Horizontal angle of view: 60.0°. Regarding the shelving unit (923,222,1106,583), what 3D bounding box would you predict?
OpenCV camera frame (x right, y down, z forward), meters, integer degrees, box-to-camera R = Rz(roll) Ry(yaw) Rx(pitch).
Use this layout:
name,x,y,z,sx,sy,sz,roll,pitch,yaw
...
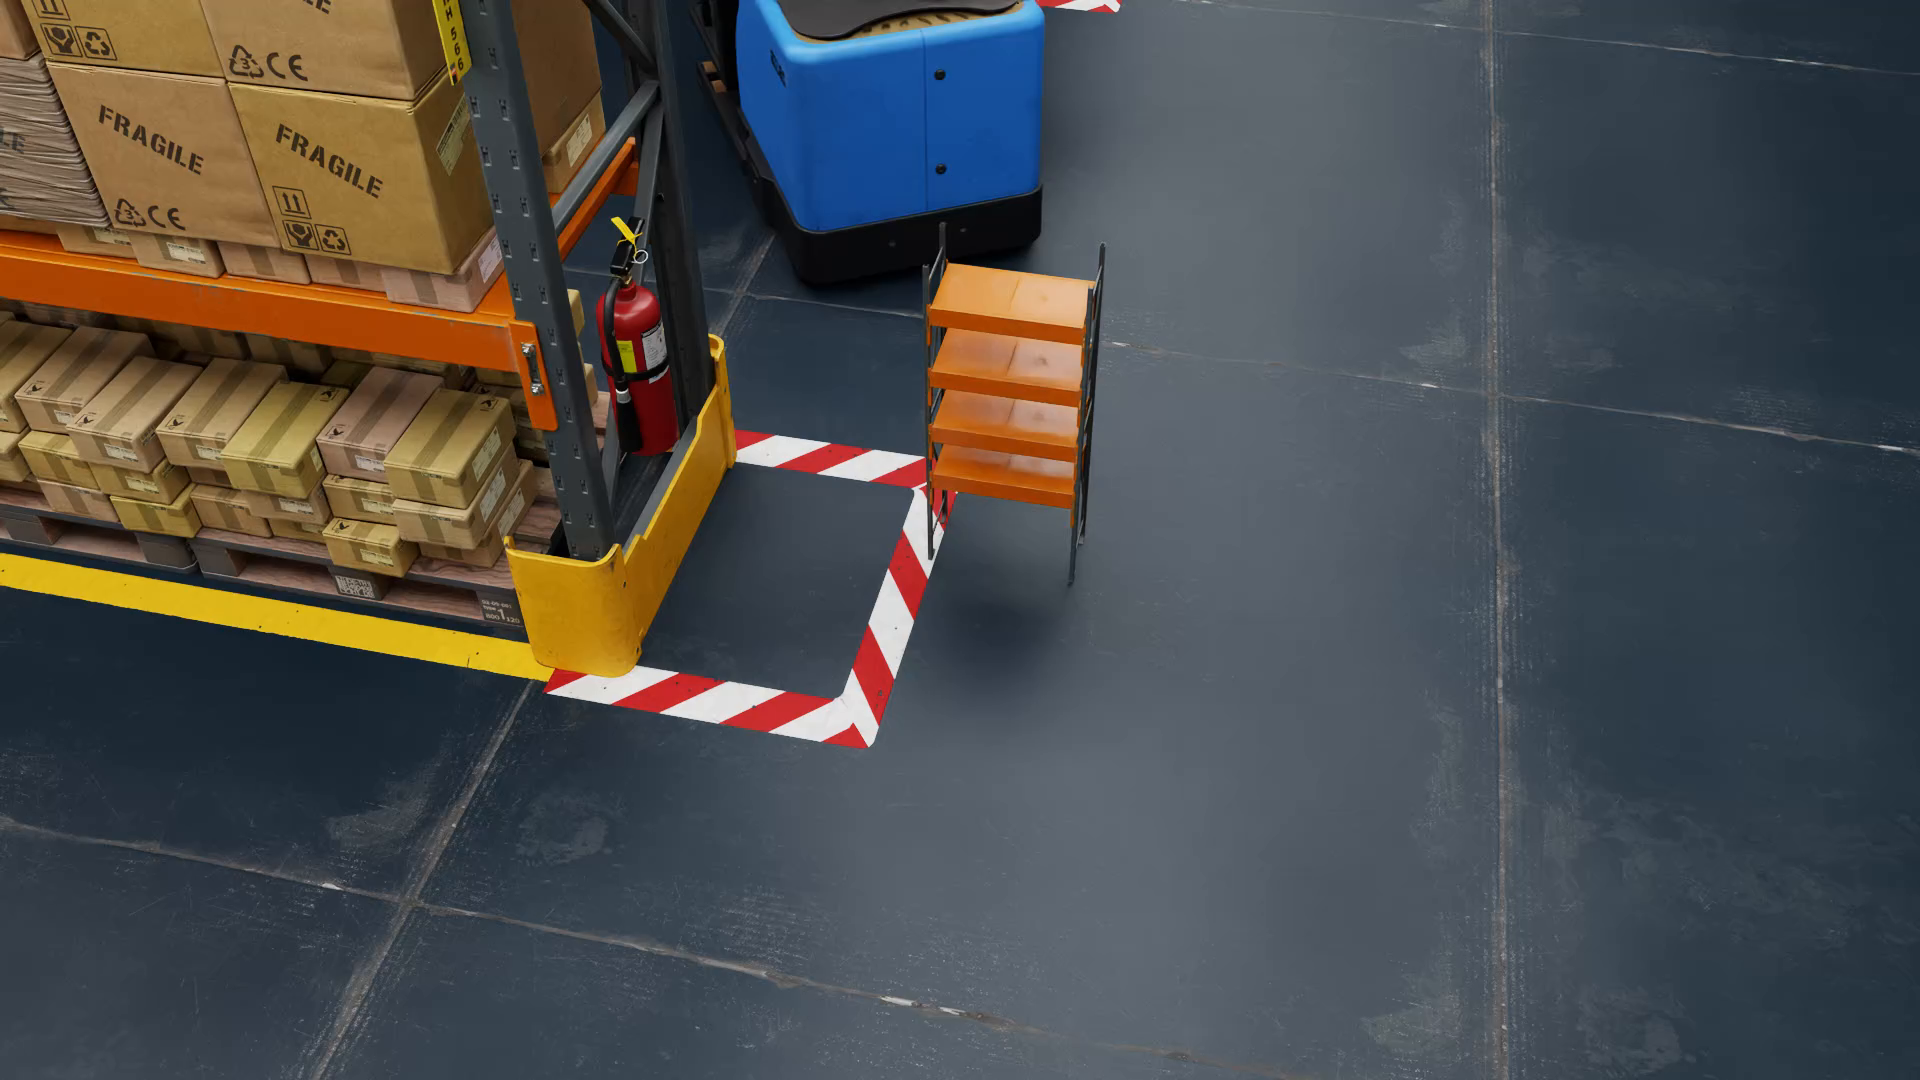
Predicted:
name,x,y,z,sx,sy,sz,roll,pitch,yaw
shelving unit,0.162,-0.407,5.308,0.503,1.200,0.258,9,45,9

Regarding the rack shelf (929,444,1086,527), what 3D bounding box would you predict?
name,x,y,z,sx,sy,sz,roll,pitch,yaw
rack shelf,0.162,-0.216,5.492,0.480,0.148,0.258,9,45,9

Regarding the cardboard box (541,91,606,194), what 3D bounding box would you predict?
name,x,y,z,sx,sy,sz,roll,pitch,yaw
cardboard box,-1.267,-1.224,5.040,0.250,0.149,0.380,8,45,9

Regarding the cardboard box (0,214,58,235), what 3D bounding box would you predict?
name,x,y,z,sx,sy,sz,roll,pitch,yaw
cardboard box,-2.640,-1.066,4.875,0.250,0.149,0.380,7,44,7

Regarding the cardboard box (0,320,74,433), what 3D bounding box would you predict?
name,x,y,z,sx,sy,sz,roll,pitch,yaw
cardboard box,-3.115,-0.541,5.473,0.250,0.149,0.380,9,45,9

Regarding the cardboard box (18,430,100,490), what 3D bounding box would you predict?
name,x,y,z,sx,sy,sz,roll,pitch,yaw
cardboard box,-2.861,-0.360,5.500,0.250,0.149,0.380,11,45,11

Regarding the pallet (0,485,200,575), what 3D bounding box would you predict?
name,x,y,z,sx,sy,sz,roll,pitch,yaw
pallet,-3.068,-0.383,5.996,1.213,0.211,1.003,9,45,9

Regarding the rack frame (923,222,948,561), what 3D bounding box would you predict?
name,x,y,z,sx,sy,sz,roll,pitch,yaw
rack frame,-0.076,-0.444,5.346,0.015,1.200,0.240,9,45,9

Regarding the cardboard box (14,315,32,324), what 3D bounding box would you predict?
name,x,y,z,sx,sy,sz,roll,pitch,yaw
cardboard box,-3.283,-0.803,5.959,0.250,0.149,0.380,7,44,7

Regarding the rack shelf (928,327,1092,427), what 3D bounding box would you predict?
name,x,y,z,sx,sy,sz,roll,pitch,yaw
rack shelf,0.162,-0.520,5.199,0.480,0.148,0.258,9,45,9

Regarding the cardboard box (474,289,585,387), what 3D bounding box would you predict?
name,x,y,z,sx,sy,sz,roll,pitch,yaw
cardboard box,-1.459,-0.691,5.629,0.250,0.149,0.380,7,44,7

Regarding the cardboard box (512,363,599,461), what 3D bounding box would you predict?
name,x,y,z,sx,sy,sz,roll,pitch,yaw
cardboard box,-1.463,-0.464,5.822,0.250,0.149,0.380,10,45,10

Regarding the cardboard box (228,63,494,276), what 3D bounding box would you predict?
name,x,y,z,sx,sy,sz,roll,pitch,yaw
cardboard box,-1.517,-1.080,4.423,0.500,0.500,0.500,10,45,10

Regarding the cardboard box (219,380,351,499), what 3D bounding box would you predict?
name,x,y,z,sx,sy,sz,roll,pitch,yaw
cardboard box,-2.107,-0.321,5.244,0.250,0.149,0.380,8,44,8

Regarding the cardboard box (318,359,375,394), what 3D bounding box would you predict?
name,x,y,z,sx,sy,sz,roll,pitch,yaw
cardboard box,-1.990,-0.585,5.733,0.250,0.149,0.380,9,45,10

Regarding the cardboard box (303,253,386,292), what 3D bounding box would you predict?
name,x,y,z,sx,sy,sz,roll,pitch,yaw
cardboard box,-1.636,-0.874,4.676,0.250,0.149,0.380,9,45,9

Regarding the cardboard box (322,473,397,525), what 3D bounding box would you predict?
name,x,y,z,sx,sy,sz,roll,pitch,yaw
cardboard box,-1.843,-0.238,5.372,0.250,0.149,0.380,8,44,8

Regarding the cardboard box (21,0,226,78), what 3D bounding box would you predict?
name,x,y,z,sx,sy,sz,roll,pitch,yaw
cardboard box,-2.017,-1.525,4.163,0.500,0.500,0.500,7,44,8

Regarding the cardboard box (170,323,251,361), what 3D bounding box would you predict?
name,x,y,z,sx,sy,sz,roll,pitch,yaw
cardboard box,-2.501,-0.806,5.749,0.250,0.149,0.380,10,45,11

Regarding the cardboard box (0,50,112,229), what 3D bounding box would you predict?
name,x,y,z,sx,sy,sz,roll,pitch,yaw
cardboard box,-2.515,-1.232,4.581,0.500,0.500,0.500,9,45,9

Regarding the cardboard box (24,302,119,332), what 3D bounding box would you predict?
name,x,y,z,sx,sy,sz,roll,pitch,yaw
cardboard box,-3.014,-0.850,5.794,0.250,0.149,0.380,9,45,9

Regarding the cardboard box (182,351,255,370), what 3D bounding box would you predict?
name,x,y,z,sx,sy,sz,roll,pitch,yaw
cardboard box,-2.497,-0.673,5.824,0.250,0.149,0.380,7,44,7

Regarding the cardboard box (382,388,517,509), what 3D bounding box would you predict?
name,x,y,z,sx,sy,sz,roll,pitch,yaw
cardboard box,-1.594,-0.291,5.213,0.250,0.149,0.380,9,45,10

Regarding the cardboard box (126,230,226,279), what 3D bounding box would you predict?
name,x,y,z,sx,sy,sz,roll,pitch,yaw
cardboard box,-2.139,-0.925,4.729,0.250,0.149,0.380,10,45,10

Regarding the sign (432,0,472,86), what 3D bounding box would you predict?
name,x,y,z,sx,sy,sz,roll,pitch,yaw
sign,-1.163,-1.202,3.773,0.005,0.325,0.100,9,45,9

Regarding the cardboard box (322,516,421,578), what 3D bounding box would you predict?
name,x,y,z,sx,sy,sz,roll,pitch,yaw
cardboard box,-1.854,-0.077,5.419,0.250,0.149,0.380,10,45,10

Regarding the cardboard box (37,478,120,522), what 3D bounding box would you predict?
name,x,y,z,sx,sy,sz,roll,pitch,yaw
cardboard box,-2.862,-0.255,5.604,0.250,0.149,0.380,10,45,10

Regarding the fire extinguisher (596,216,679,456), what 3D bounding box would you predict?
name,x,y,z,sx,sy,sz,roll,pitch,yaw
fire extinguisher,-0.877,-0.531,4.463,0.183,0.674,0.296,9,45,9

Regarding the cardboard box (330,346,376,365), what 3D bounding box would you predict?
name,x,y,z,sx,sy,sz,roll,pitch,yaw
cardboard box,-1.972,-0.776,5.718,0.250,0.149,0.380,9,45,9

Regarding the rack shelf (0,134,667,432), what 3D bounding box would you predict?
name,x,y,z,sx,sy,sz,roll,pitch,yaw
rack shelf,-2.974,-1.087,5.235,4.000,0.370,1.077,9,45,9

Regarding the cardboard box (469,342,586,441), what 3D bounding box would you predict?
name,x,y,z,sx,sy,sz,roll,pitch,yaw
cardboard box,-1.477,-0.528,5.674,0.250,0.149,0.380,11,45,11

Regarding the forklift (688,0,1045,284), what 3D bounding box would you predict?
name,x,y,z,sx,sy,sz,roll,pitch,yaw
forklift,-0.620,-3.131,6.889,1.130,2.935,3.031,-13,46,-14

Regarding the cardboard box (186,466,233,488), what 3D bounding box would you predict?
name,x,y,z,sx,sy,sz,roll,pitch,yaw
cardboard box,-2.347,-0.349,5.488,0.250,0.149,0.380,8,45,9

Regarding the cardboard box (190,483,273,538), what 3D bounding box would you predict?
name,x,y,z,sx,sy,sz,roll,pitch,yaw
cardboard box,-2.337,-0.203,5.551,0.250,0.149,0.380,9,45,9

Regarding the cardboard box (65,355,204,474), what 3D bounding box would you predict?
name,x,y,z,sx,sy,sz,roll,pitch,yaw
cardboard box,-2.620,-0.406,5.333,0.250,0.149,0.380,10,45,11
